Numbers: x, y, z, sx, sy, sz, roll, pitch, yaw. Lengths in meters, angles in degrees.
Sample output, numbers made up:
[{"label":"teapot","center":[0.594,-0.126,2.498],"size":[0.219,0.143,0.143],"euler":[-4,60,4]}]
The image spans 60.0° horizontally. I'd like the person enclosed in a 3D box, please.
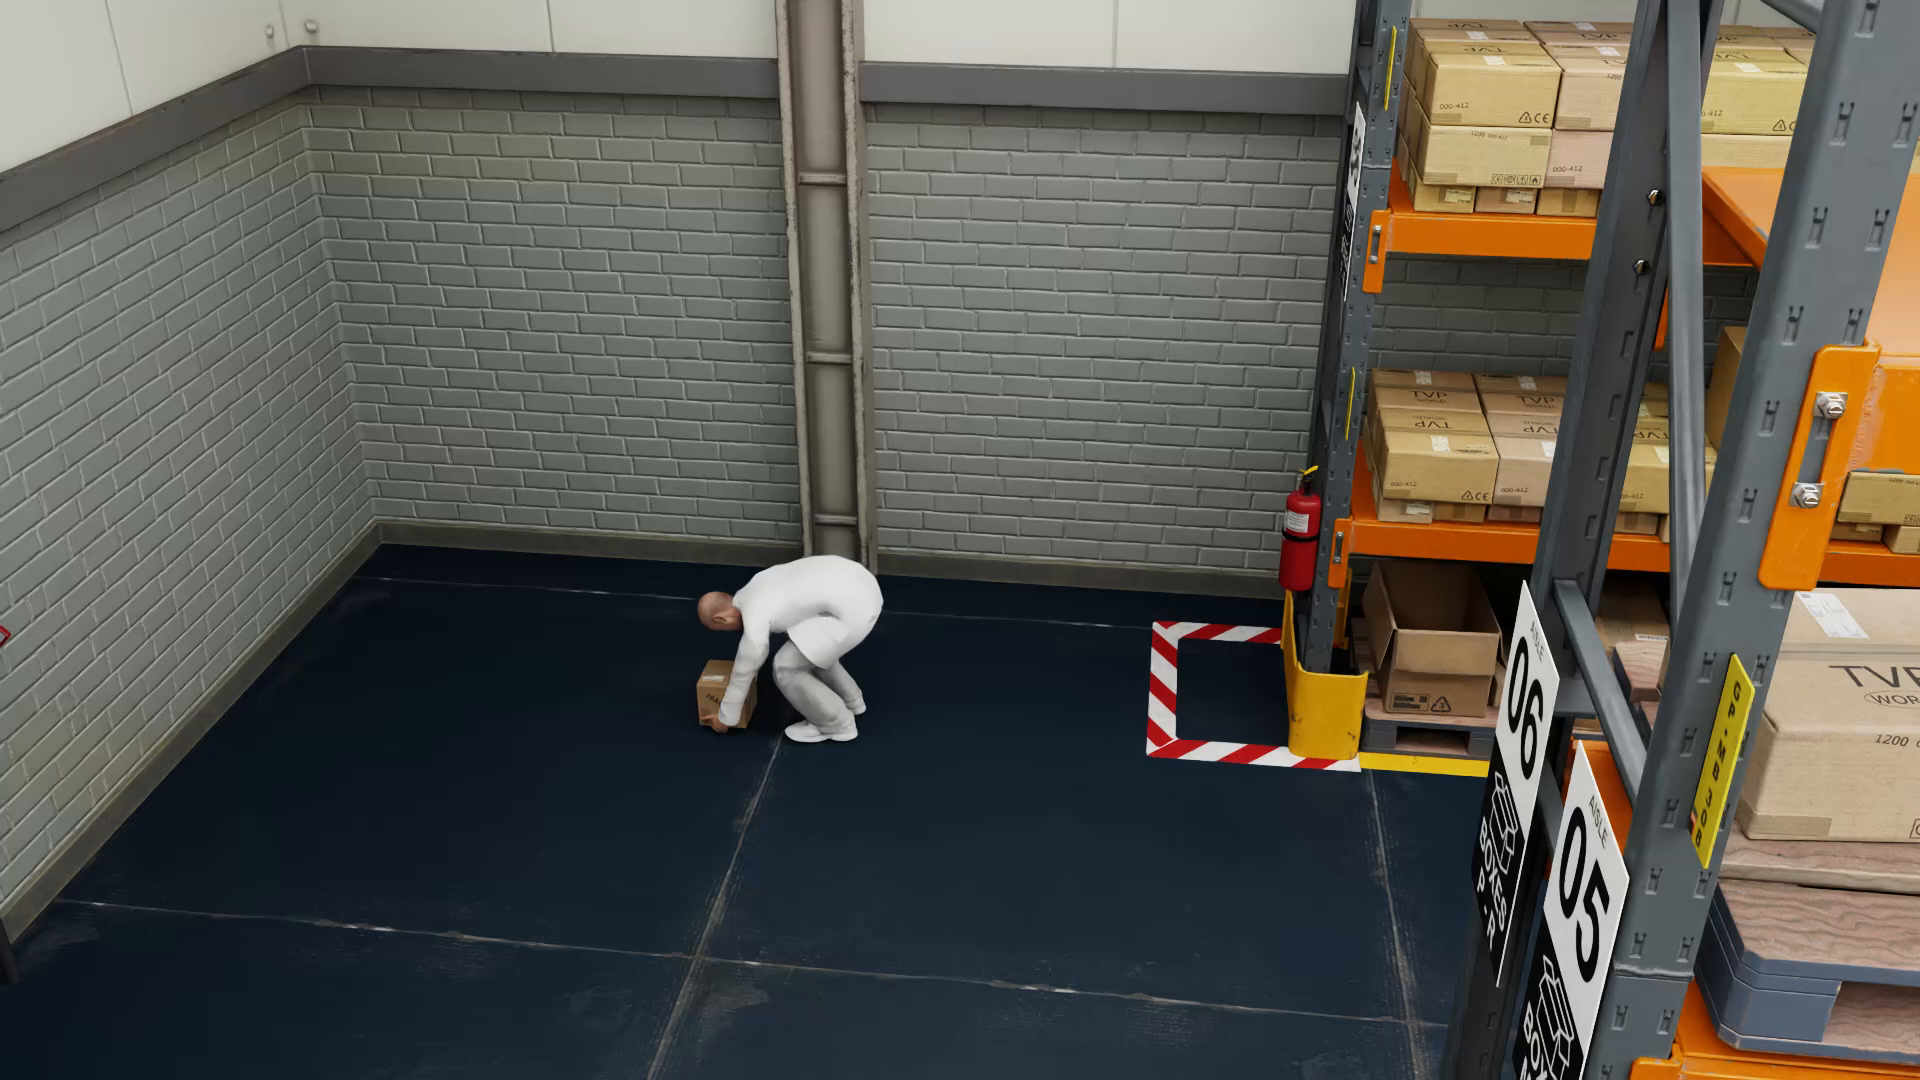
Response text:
[{"label":"person","center":[-0.676,0.189,8.285],"size":[0.429,1.772,0.642],"euler":[2,28,4]}]
